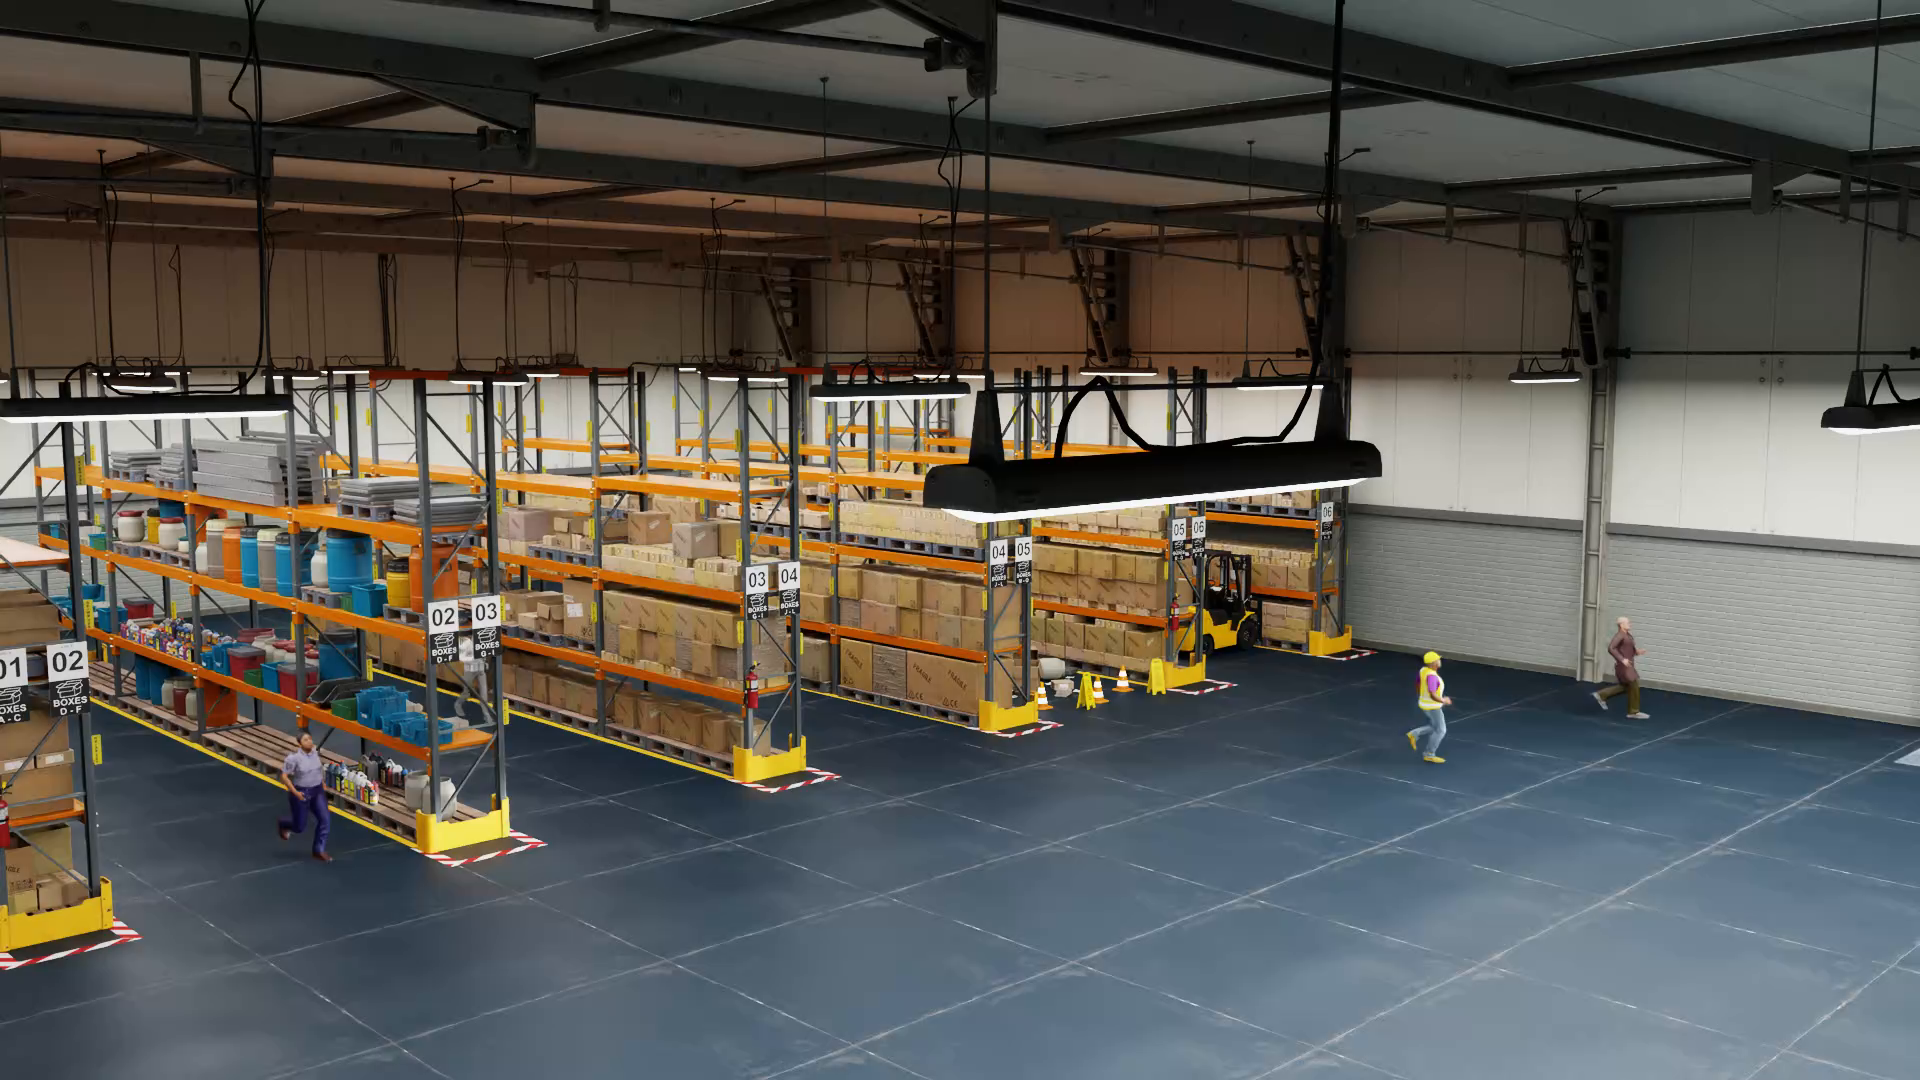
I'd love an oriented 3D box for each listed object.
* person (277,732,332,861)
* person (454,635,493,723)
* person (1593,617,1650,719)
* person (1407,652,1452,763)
[{"bbox_3d":[-8.223,3.204,20.887,0.790,1.595,0.606,4,8,35],"label":"person"},{"bbox_3d":[-8.329,2.257,28.505,0.939,1.677,0.612,5,8,39],"label":"person"},{"bbox_3d":[11.491,2.204,28.849,0.964,1.751,0.720,4,7,29],"label":"person"},{"bbox_3d":[7.270,2.582,25.758,0.612,1.721,0.736,0,6,0],"label":"person"}]
